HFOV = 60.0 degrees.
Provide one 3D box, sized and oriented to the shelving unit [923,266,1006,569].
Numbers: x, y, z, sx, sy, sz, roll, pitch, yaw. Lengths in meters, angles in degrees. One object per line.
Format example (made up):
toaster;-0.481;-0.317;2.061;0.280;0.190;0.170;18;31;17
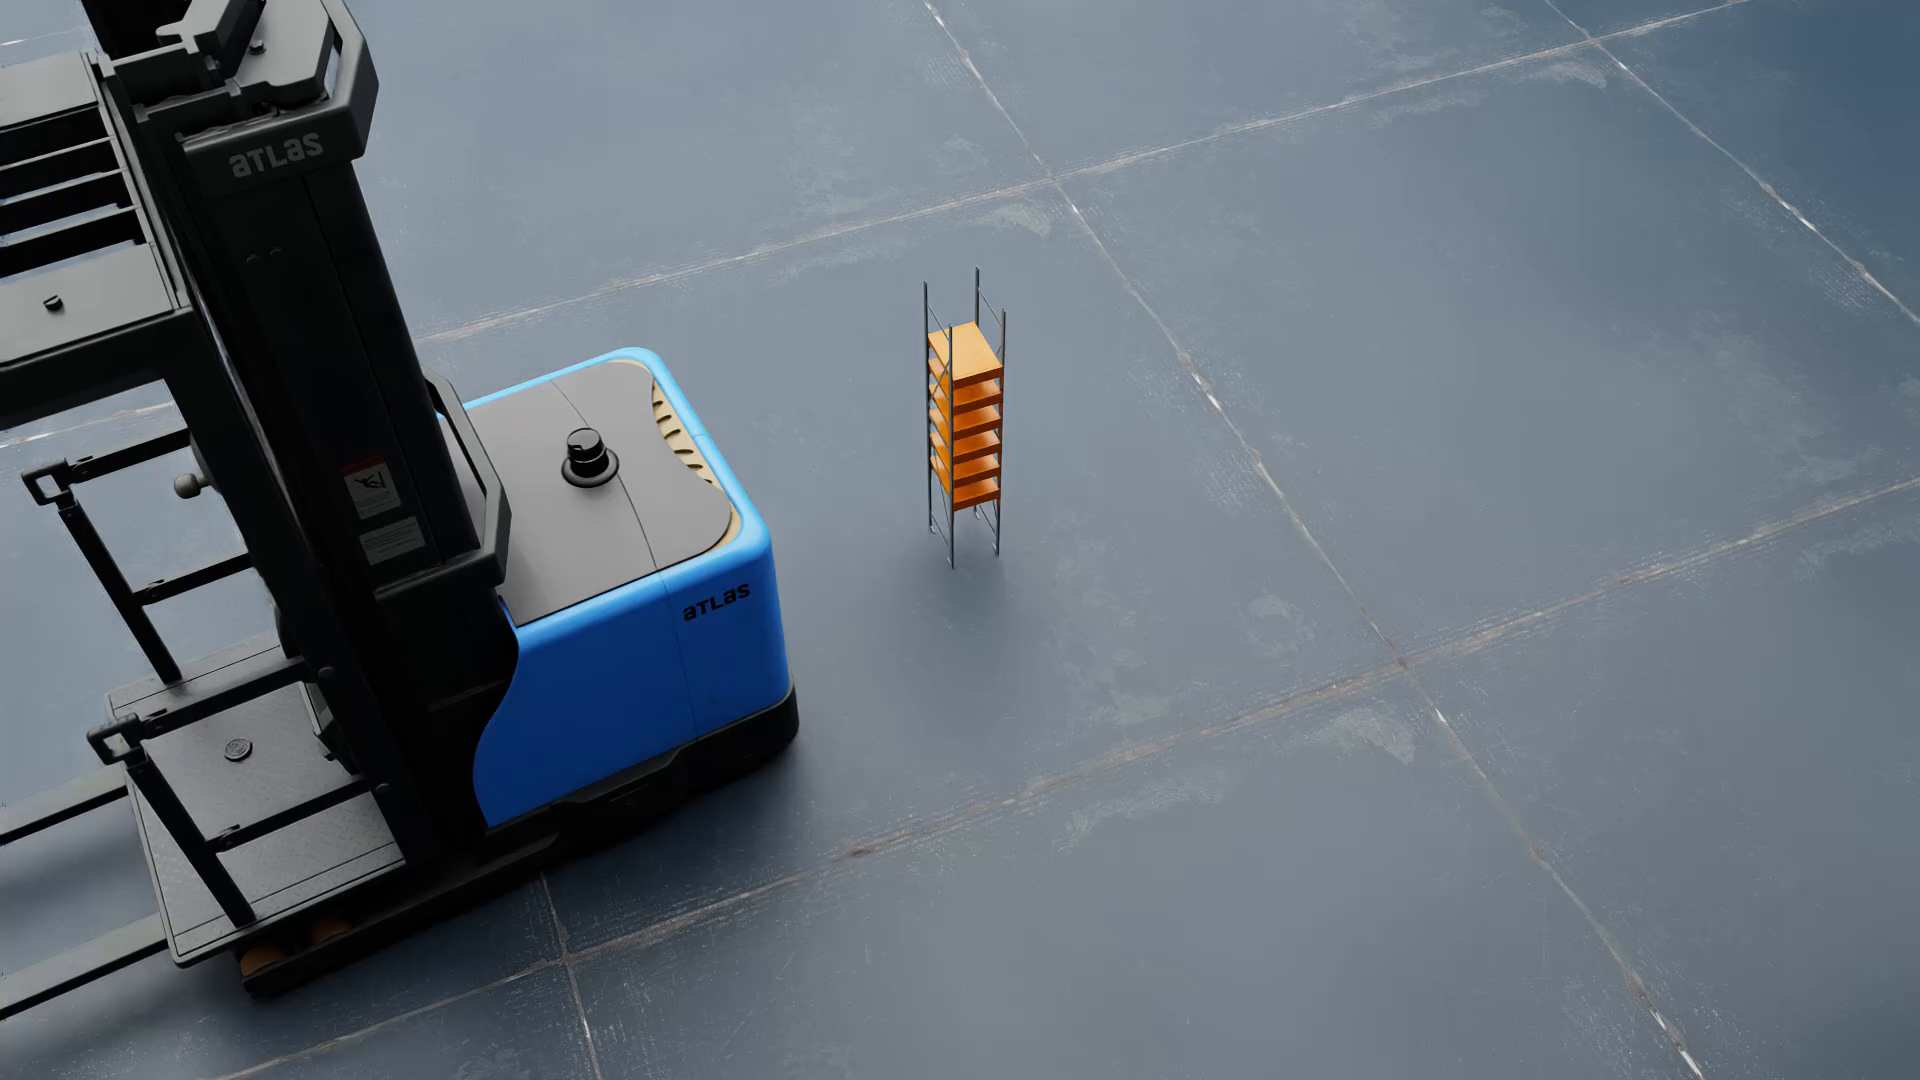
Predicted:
shelving unit;0.013;-0.395;5.798;0.189;1.200;0.258;-17;52;-14

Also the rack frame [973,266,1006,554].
rack frame;0.098;-0.421;5.821;0.006;1.200;0.240;-17;52;-14

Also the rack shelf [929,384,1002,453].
rack shelf;0.013;-0.444;5.741;0.180;0.103;0.258;-17;52;-14

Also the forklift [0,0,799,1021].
forklift;-2.084;-0.044;4.355;3.031;2.935;1.130;-23;53;-18

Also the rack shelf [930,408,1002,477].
rack shelf;0.013;-0.366;5.832;0.180;0.103;0.258;-17;52;-14

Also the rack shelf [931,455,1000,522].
rack shelf;0.013;-0.210;6.014;0.180;0.103;0.258;-17;52;-14

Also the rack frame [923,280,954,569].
rack frame;-0.071;-0.369;5.776;0.006;1.200;0.240;-17;52;-14

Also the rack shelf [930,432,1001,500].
rack shelf;0.013;-0.288;5.923;0.180;0.103;0.258;-17;52;-14

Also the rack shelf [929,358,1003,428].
rack shelf;0.013;-0.522;5.650;0.180;0.103;0.258;-17;52;-14

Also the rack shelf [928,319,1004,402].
rack shelf;0.013;-0.601;5.559;0.180;0.103;0.258;-17;52;-14
